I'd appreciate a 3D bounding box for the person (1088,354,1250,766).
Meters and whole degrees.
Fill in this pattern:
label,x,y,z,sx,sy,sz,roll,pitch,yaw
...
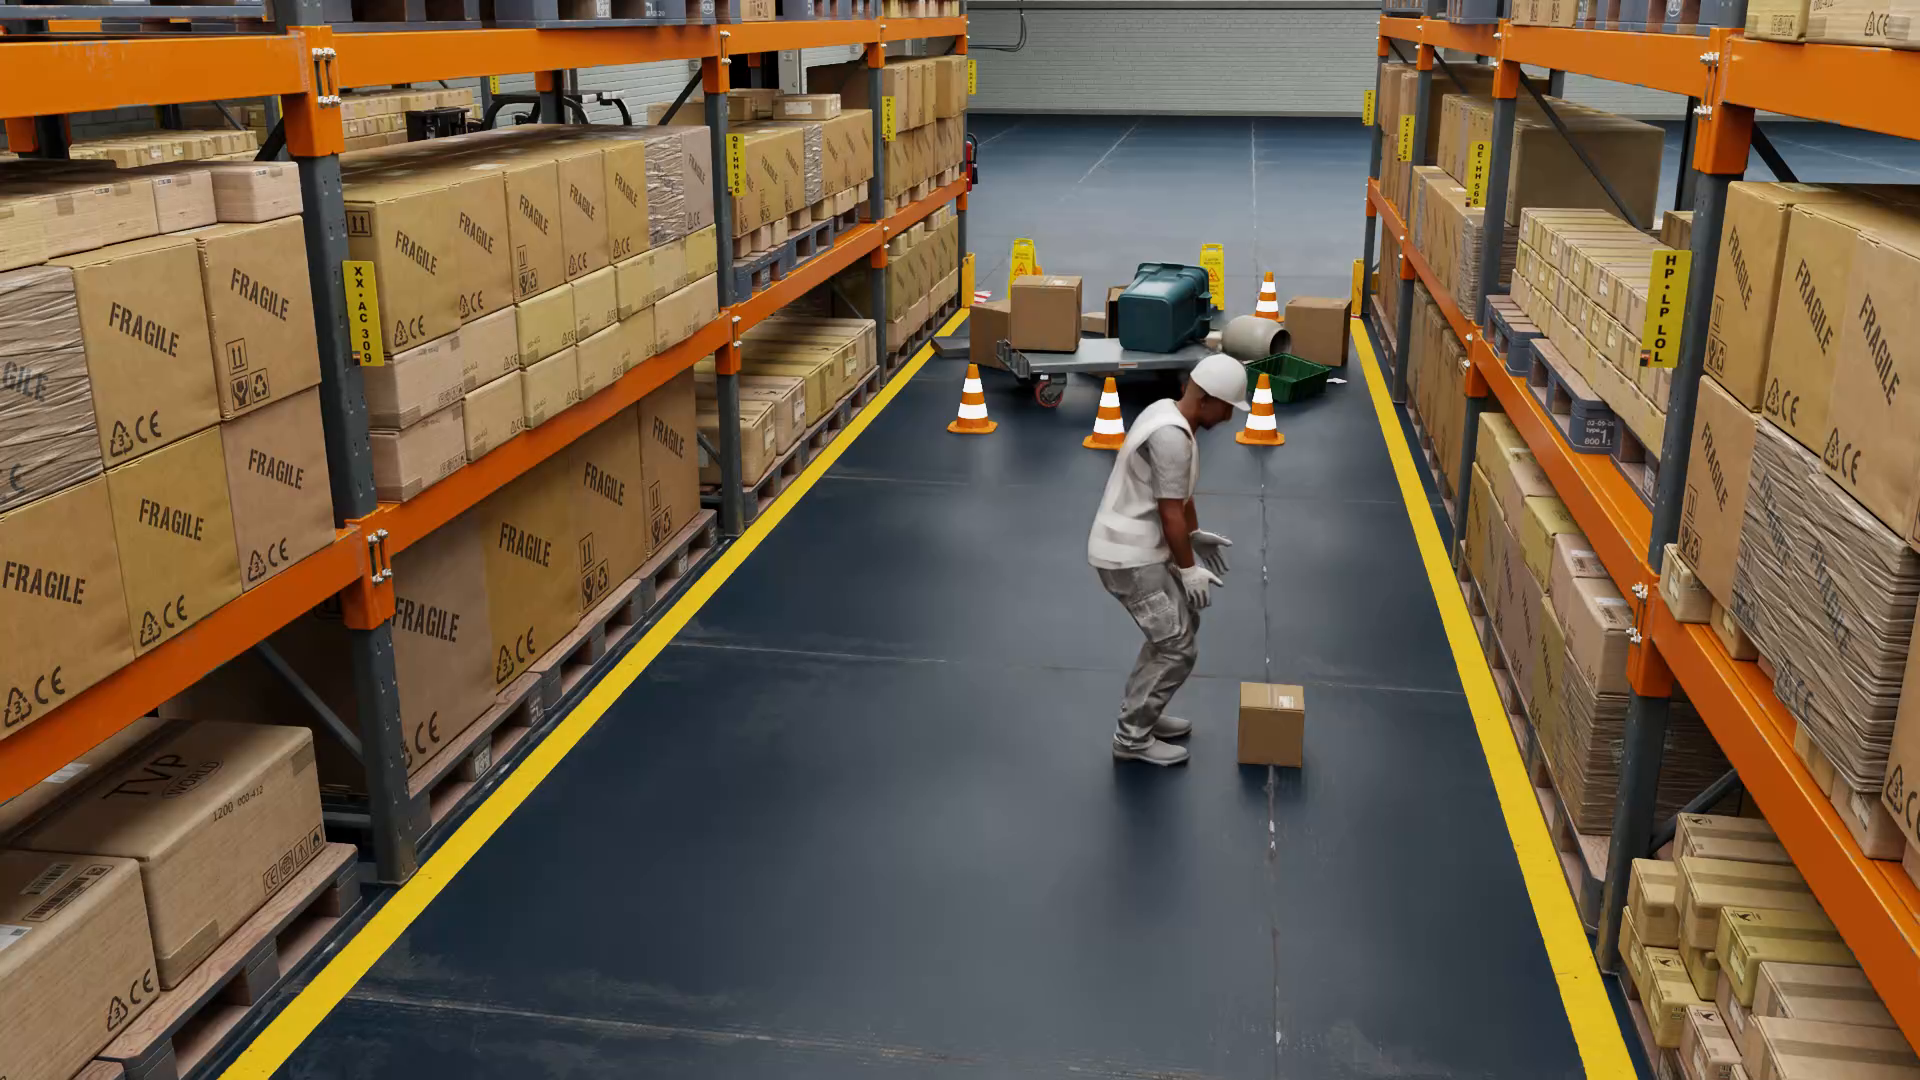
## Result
label,x,y,z,sx,sy,sz,roll,pitch,yaw
person,0.814,0.058,6.604,0.606,1.624,0.598,3,18,10
